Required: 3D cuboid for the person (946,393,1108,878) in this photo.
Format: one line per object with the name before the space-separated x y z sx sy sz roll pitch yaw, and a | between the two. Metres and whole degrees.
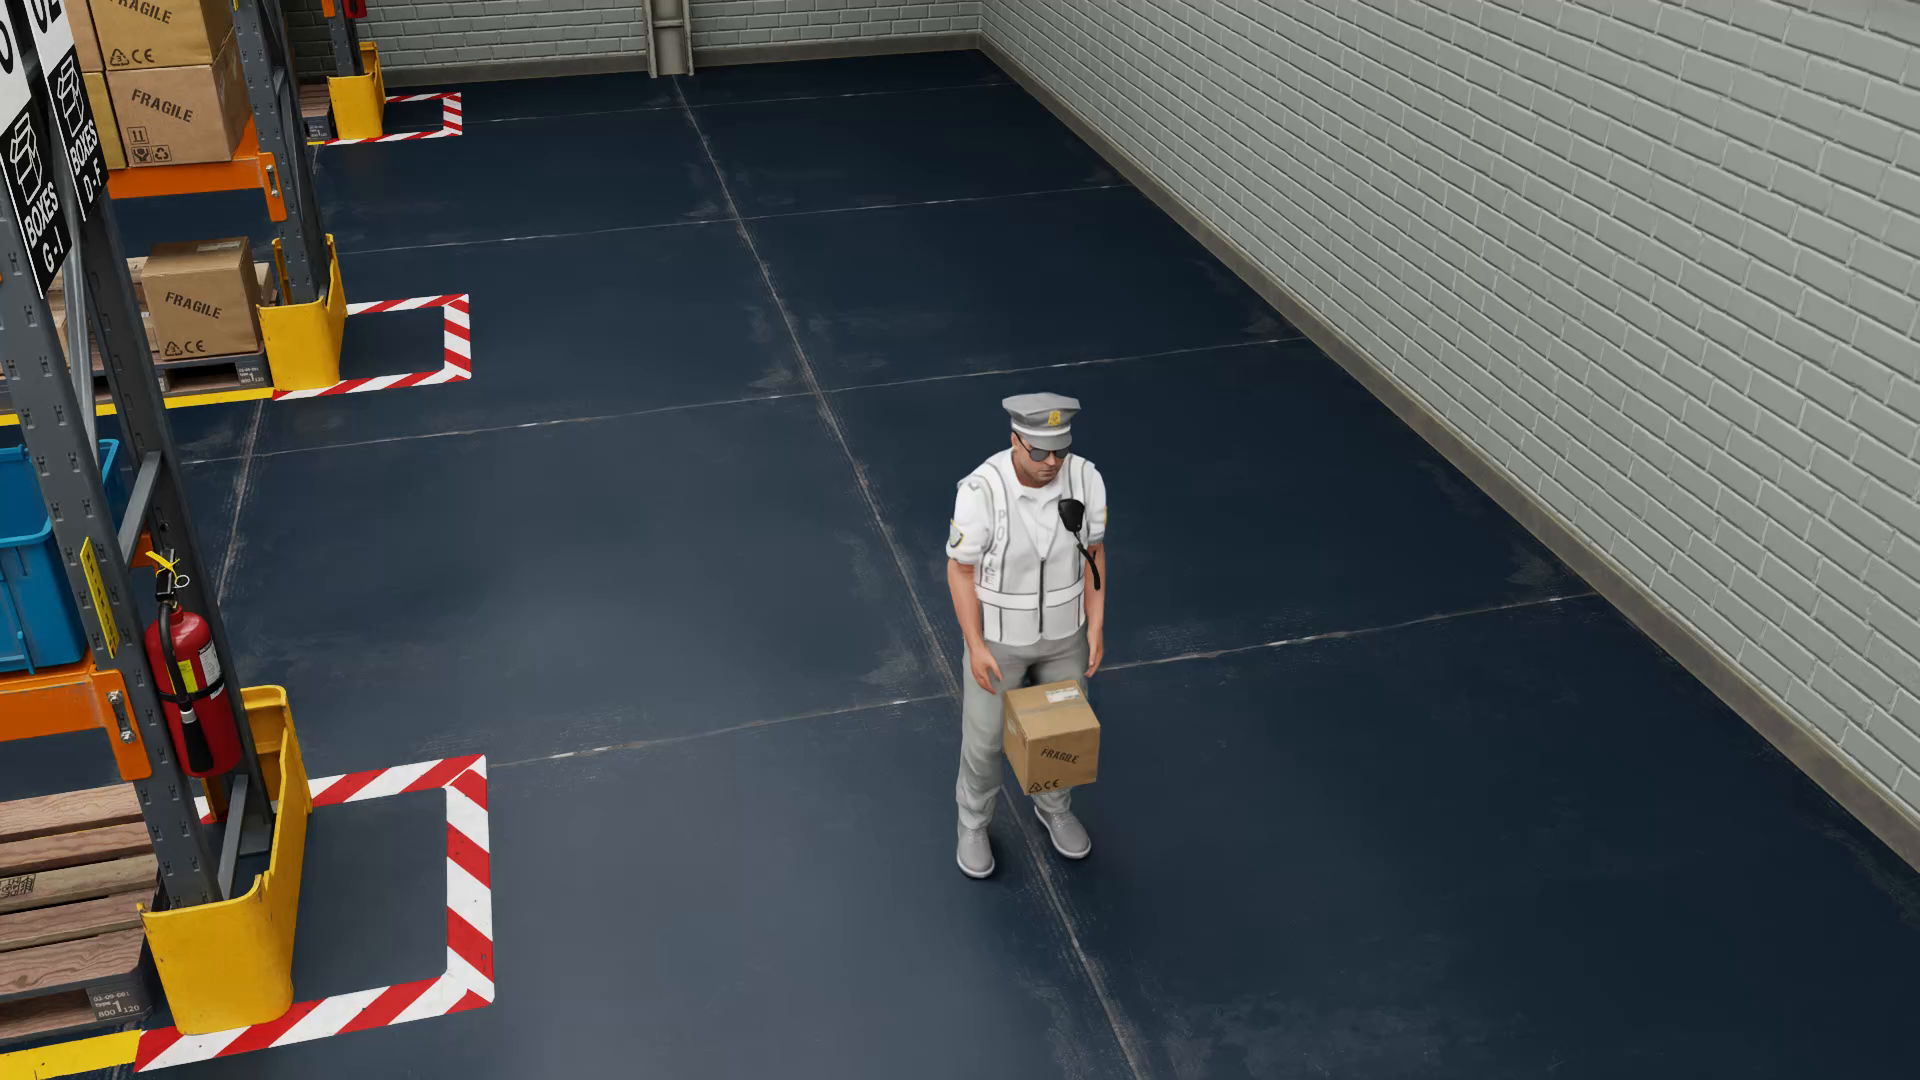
person | 0.226 0.298 5.600 0.561 1.755 0.438 -9 31 -15
